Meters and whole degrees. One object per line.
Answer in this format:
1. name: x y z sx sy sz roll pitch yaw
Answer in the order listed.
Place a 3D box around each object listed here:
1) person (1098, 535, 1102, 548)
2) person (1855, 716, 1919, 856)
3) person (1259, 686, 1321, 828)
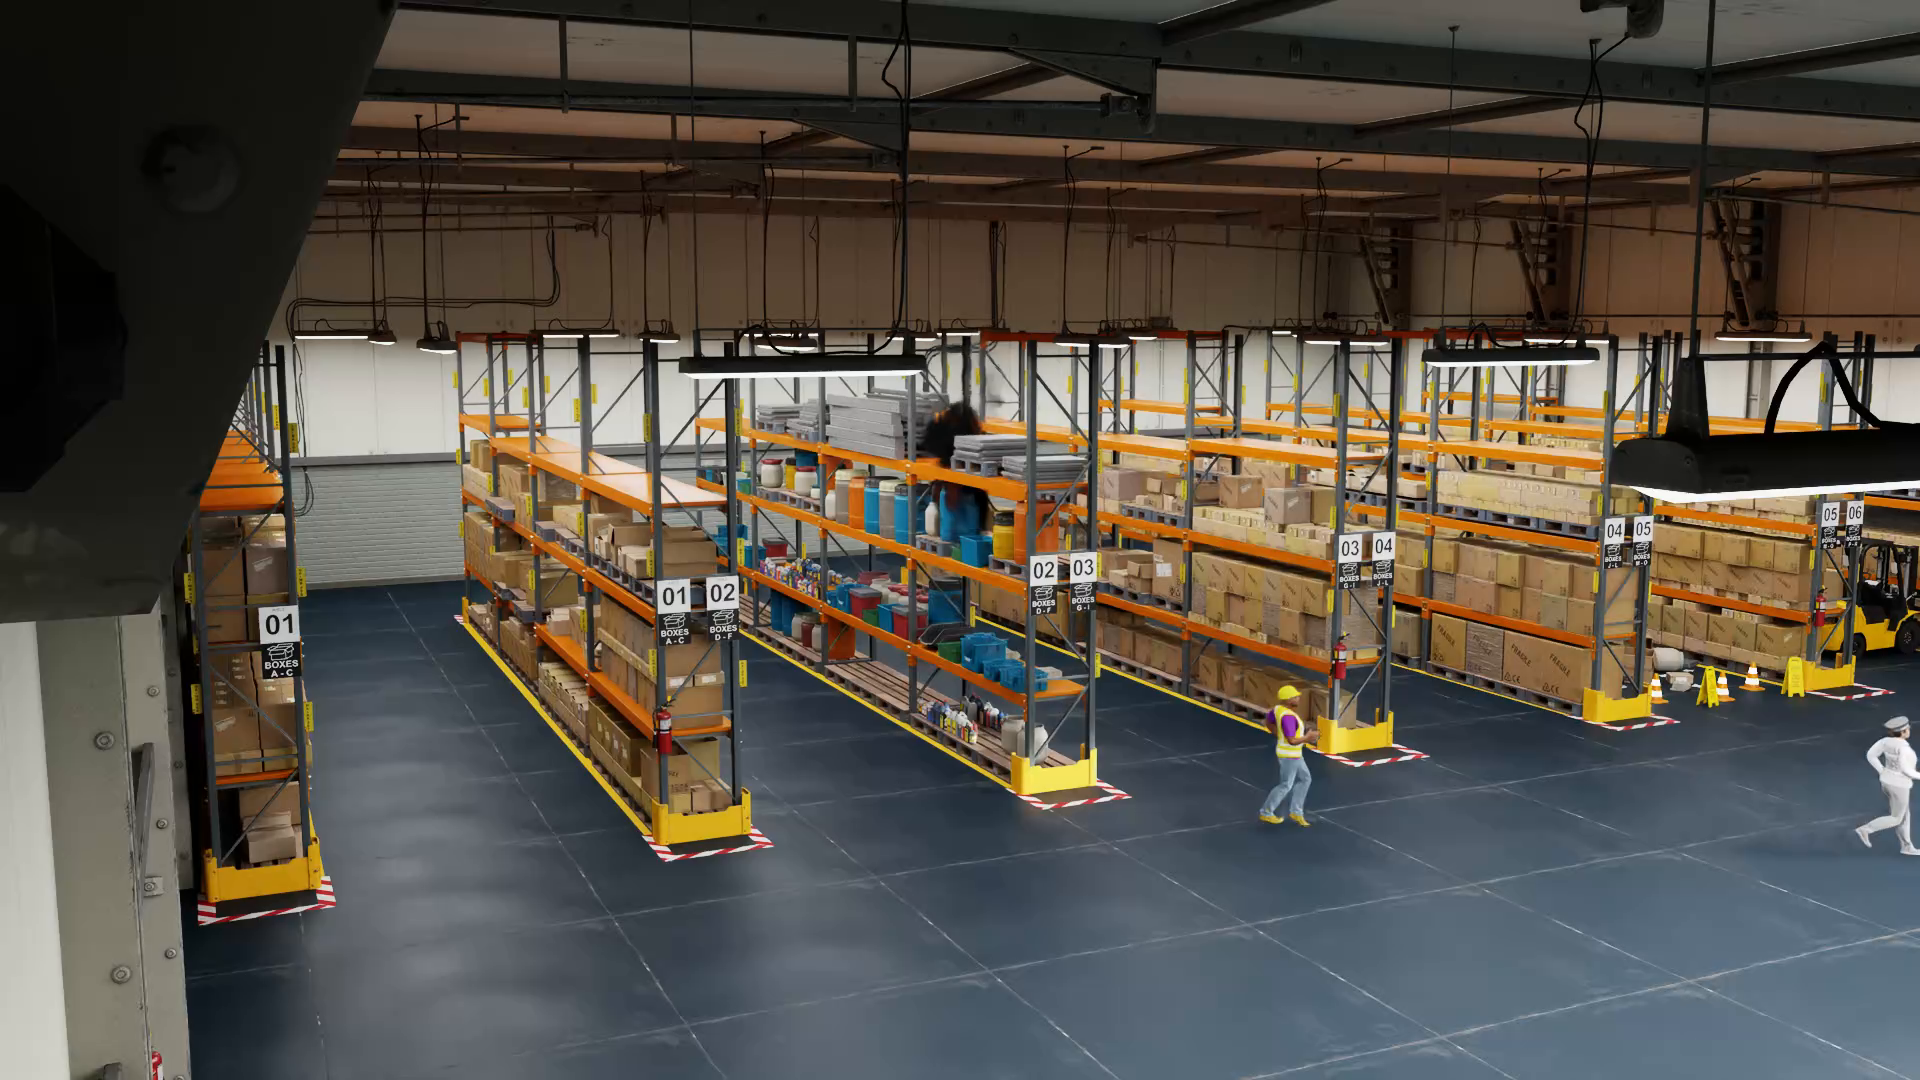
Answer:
1. person: 3.026 0.356 38.237 0.576 1.690 0.869 -2 8 -17
2. person: 10.940 2.890 19.481 0.859 1.687 0.617 0 8 0
3. person: 4.081 2.696 20.568 0.717 1.825 0.674 1 8 10
